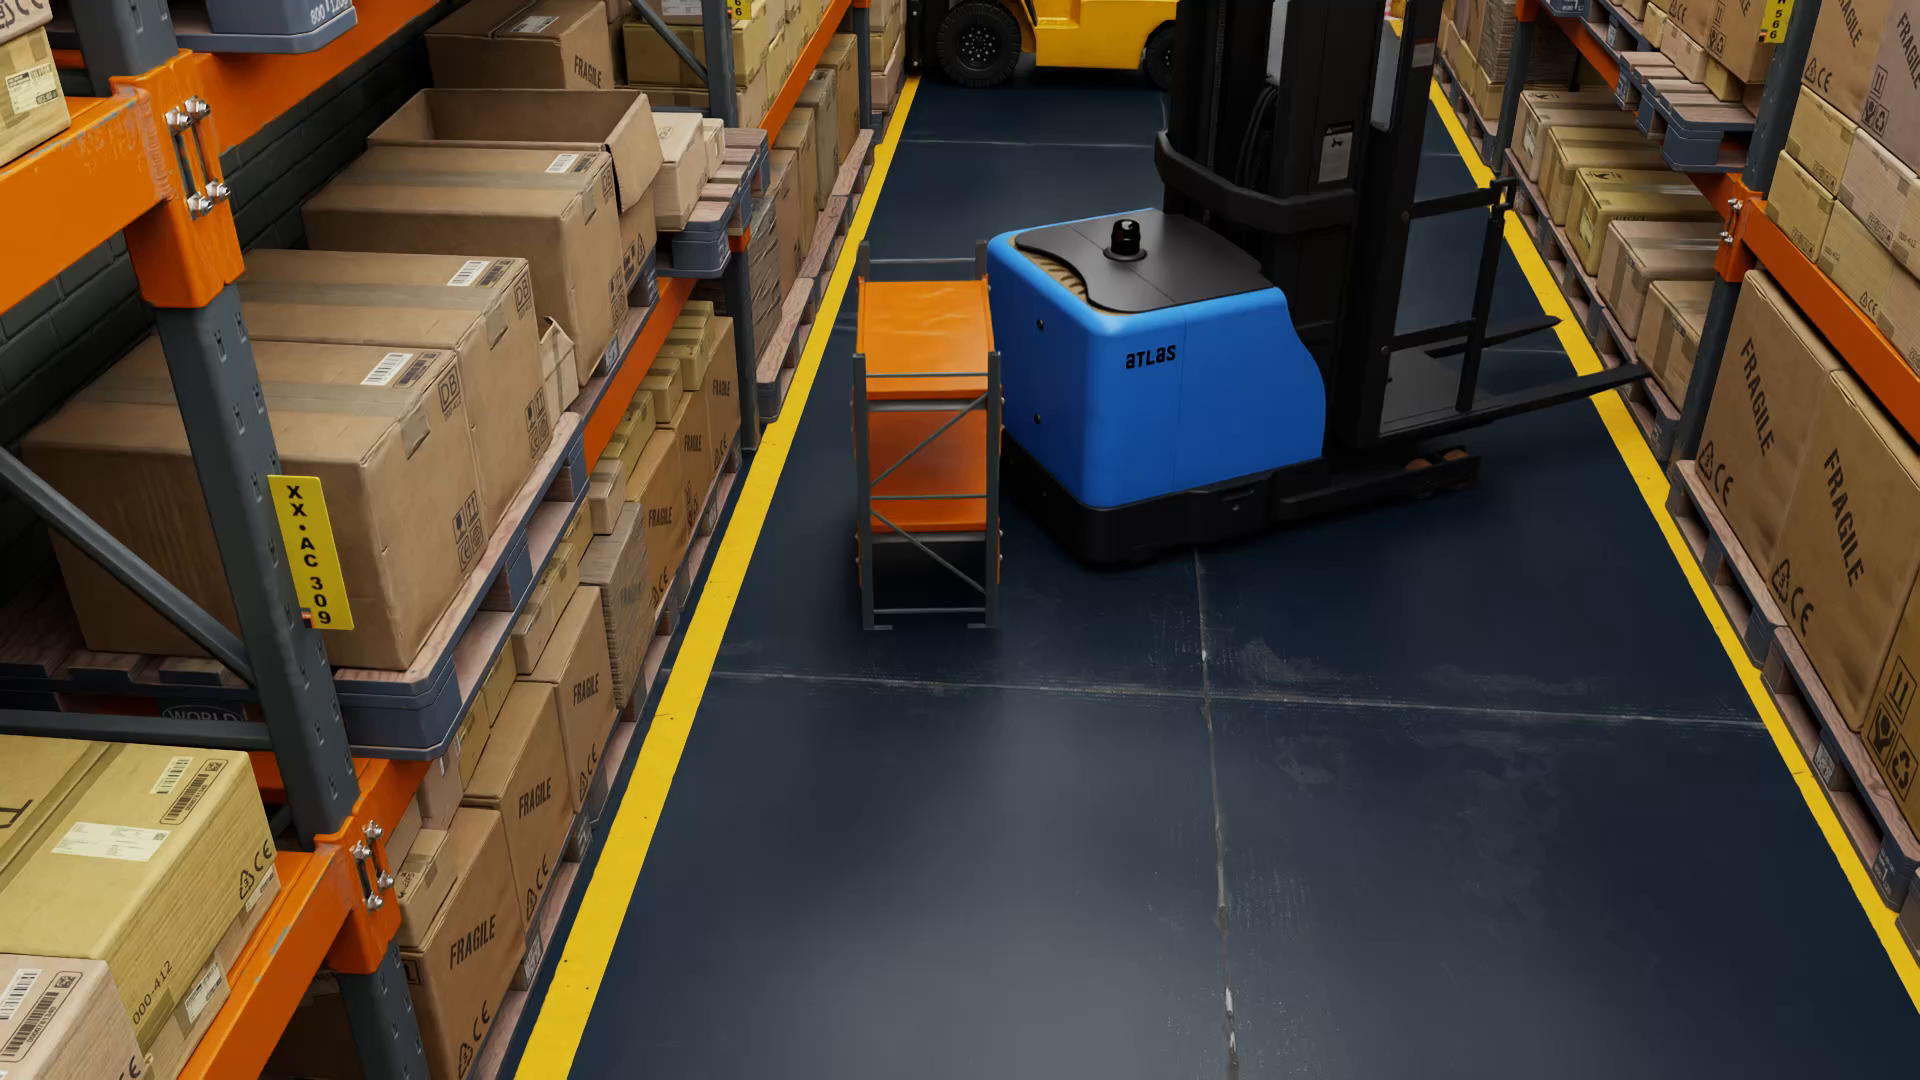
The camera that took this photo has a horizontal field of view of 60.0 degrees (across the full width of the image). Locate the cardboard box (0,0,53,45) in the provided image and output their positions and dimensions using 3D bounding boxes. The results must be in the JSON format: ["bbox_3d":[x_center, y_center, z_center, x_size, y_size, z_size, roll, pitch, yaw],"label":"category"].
[{"bbox_3d":[-1.513,-0.701,2.029,0.500,0.250,0.500,3,32,4],"label":"cardboard box"}]

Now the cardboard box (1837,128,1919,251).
[{"bbox_3d":[3.220,-1.130,5.391,0.500,0.250,0.500,3,32,5],"label":"cardboard box"}]

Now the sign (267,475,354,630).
[{"bbox_3d":[-1.182,0.026,3.023,0.100,0.325,0.005,2,32,4],"label":"sign"}]

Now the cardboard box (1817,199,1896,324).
[{"bbox_3d":[3.235,-0.927,5.539,0.500,0.250,0.500,2,32,3],"label":"cardboard box"}]

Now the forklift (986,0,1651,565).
[{"bbox_3d":[1.654,-1.659,6.649,3.031,2.935,1.130,-14,34,-21],"label":"forklift"}]

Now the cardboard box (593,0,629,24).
[{"bbox_3d":[-1.573,-2.213,6.769,0.380,0.149,0.250,3,32,6],"label":"cardboard box"}]

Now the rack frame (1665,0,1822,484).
[{"bbox_3d":[3.550,-1.506,6.334,1.000,3.000,0.127,2,32,4],"label":"rack frame"}]

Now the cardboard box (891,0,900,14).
[{"bbox_3d":[-0.668,-3.748,11.240,0.500,0.250,0.500,3,32,4],"label":"cardboard box"}]

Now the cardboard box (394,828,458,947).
[{"bbox_3d":[-1.429,0.809,3.942,0.380,0.149,0.250,4,32,6],"label":"cardboard box"}]

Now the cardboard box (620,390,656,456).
[{"bbox_3d":[-1.309,-0.422,5.939,0.380,0.149,0.250,3,32,5],"label":"cardboard box"}]

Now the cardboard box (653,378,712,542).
[{"bbox_3d":[-1.269,-0.339,6.423,0.500,0.500,0.500,2,32,3],"label":"cardboard box"}]

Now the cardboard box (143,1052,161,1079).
[{"bbox_3d":[-1.494,0.934,2.614,0.380,0.149,0.250,3,32,5],"label":"cardboard box"}]

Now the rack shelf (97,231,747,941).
[{"bbox_3d":[-1.560,-0.364,5.167,1.077,0.370,4.000,2,32,4],"label":"rack shelf"}]

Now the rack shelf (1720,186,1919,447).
[{"bbox_3d":[3.387,-0.154,4.826,1.077,0.370,4.000,2,32,4],"label":"rack shelf"}]

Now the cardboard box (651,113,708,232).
[{"bbox_3d":[-1.161,-1.265,5.687,0.500,0.250,0.500,1,32,2],"label":"cardboard box"}]

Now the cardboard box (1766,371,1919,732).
[{"bbox_3d":[3.334,0.044,5.445,0.875,0.875,0.875,3,32,5],"label":"cardboard box"}]

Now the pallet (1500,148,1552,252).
[{"bbox_3d":[3.814,-2.003,9.799,1.003,0.211,1.213,2,32,4],"label":"pallet"}]

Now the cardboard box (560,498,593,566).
[{"bbox_3d":[-1.392,-0.019,5.286,0.380,0.149,0.250,3,32,4],"label":"cardboard box"}]

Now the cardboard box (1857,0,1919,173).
[{"bbox_3d":[3.236,-1.467,5.223,0.500,0.500,0.500,3,32,4],"label":"cardboard box"}]

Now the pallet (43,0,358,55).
[{"bbox_3d":[-1.600,-1.159,3.092,1.213,0.211,1.003,2,32,4],"label":"pallet"}]

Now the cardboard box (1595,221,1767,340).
[{"bbox_3d":[3.658,-1.247,8.019,0.950,0.372,0.625,2,32,3],"label":"cardboard box"}]

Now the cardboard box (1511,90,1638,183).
[{"bbox_3d":[3.836,-2.383,9.862,0.950,0.372,0.625,3,32,5],"label":"cardboard box"}]

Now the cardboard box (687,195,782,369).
[{"bbox_3d":[-1.333,-1.209,7.716,0.875,0.625,0.625,3,32,6],"label":"cardboard box"}]

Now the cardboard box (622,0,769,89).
[{"bbox_3d":[-1.093,-2.085,6.941,0.500,0.250,0.500,2,32,4],"label":"cardboard box"}]

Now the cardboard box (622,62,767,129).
[{"bbox_3d":[-1.118,-1.874,7.074,0.500,0.250,0.500,3,32,4],"label":"cardboard box"}]

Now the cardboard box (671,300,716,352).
[{"bbox_3d":[-1.185,-0.837,6.614,0.380,0.149,0.250,1,32,2],"label":"cardboard box"}]

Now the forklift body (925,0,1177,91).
[{"bbox_3d":[0.918,-4.468,11.950,2.313,2.155,1.214,2,32,4],"label":"forklift body"}]

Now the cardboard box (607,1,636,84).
[{"bbox_3d":[-1.638,-2.111,6.984,0.500,0.250,0.500,3,32,5],"label":"cardboard box"}]

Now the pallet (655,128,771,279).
[{"bbox_3d":[-1.383,-1.277,6.145,1.213,0.211,1.003,2,32,4],"label":"pallet"}]

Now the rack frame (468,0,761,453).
[{"bbox_3d":[-1.397,-1.716,6.675,1.000,3.000,0.127,2,32,4],"label":"rack frame"}]

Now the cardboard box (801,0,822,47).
[{"bbox_3d":[-0.993,-2.677,8.378,0.500,0.250,0.500,3,32,6],"label":"cardboard box"}]

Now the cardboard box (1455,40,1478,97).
[{"bbox_3d":[3.689,-3.205,11.312,0.500,0.250,0.500,2,32,3],"label":"cardboard box"}]

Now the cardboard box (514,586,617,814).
[{"bbox_3d":[-1.381,0.478,5.097,0.500,0.500,0.500,2,32,3],"label":"cardboard box"}]

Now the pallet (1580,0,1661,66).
[{"bbox_3d":[3.671,-2.461,8.067,1.003,0.211,1.213,2,32,4],"label":"pallet"}]

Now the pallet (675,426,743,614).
[{"bbox_3d":[-1.496,-0.140,6.776,1.003,0.211,1.213,2,32,4],"label":"pallet"}]

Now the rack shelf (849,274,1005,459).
[{"bbox_3d":[-0.129,-0.666,6.201,0.538,0.278,1.000,-1,32,-2],"label":"rack shelf"}]

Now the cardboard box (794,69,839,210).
[{"bbox_3d":[-1.174,-2.296,9.480,0.875,0.625,0.625,2,32,3],"label":"cardboard box"}]

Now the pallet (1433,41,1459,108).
[{"bbox_3d":[3.992,-3.403,12.070,1.003,0.211,1.213,2,32,4],"label":"pallet"}]

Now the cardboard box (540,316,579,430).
[{"bbox_3d":[-1.227,-0.456,4.358,0.396,0.266,0.258,4,32,6],"label":"cardboard box"}]

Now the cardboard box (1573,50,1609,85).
[{"bbox_3d":[4.193,-3.222,10.625,0.500,0.500,0.500,4,32,6],"label":"cardboard box"}]

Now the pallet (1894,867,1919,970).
[{"bbox_3d":[3.212,1.366,4.332,1.003,0.211,1.213,2,32,4],"label":"pallet"}]

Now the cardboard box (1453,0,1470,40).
[{"bbox_3d":[3.737,-3.778,11.528,0.500,0.500,0.500,4,32,7],"label":"cardboard box"}]

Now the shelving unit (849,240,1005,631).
[{"bbox_3d":[-0.129,-0.417,6.355,0.538,1.125,1.048,-1,32,-2],"label":"shelving unit"}]

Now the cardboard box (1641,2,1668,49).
[{"bbox_3d":[3.305,-2.312,7.481,0.380,0.149,0.250,3,32,5],"label":"cardboard box"}]

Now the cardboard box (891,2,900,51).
[{"bbox_3d":[-0.686,-3.532,11.366,0.500,0.250,0.500,2,32,4],"label":"cardboard box"}]

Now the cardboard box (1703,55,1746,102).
[{"bbox_3d":[3.292,-1.902,6.817,0.380,0.149,0.250,3,32,5],"label":"cardboard box"}]

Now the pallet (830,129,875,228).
[{"bbox_3d":[-1.093,-2.233,10.173,1.003,0.211,1.213,2,32,4],"label":"pallet"}]

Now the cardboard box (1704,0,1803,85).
[{"bbox_3d":[3.310,-2.103,6.525,0.500,0.500,0.500,2,32,3],"label":"cardboard box"}]

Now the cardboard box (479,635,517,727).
[{"bbox_3d":[-1.465,0.382,4.635,0.380,0.149,0.250,2,32,3],"label":"cardboard box"}]

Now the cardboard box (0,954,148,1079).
[{"bbox_3d":[-1.547,0.852,2.367,0.500,0.250,0.500,3,32,4],"label":"cardboard box"}]

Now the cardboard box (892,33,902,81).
[{"bbox_3d":[-0.676,-3.321,11.500,0.500,0.250,0.500,2,32,3],"label":"cardboard box"}]
